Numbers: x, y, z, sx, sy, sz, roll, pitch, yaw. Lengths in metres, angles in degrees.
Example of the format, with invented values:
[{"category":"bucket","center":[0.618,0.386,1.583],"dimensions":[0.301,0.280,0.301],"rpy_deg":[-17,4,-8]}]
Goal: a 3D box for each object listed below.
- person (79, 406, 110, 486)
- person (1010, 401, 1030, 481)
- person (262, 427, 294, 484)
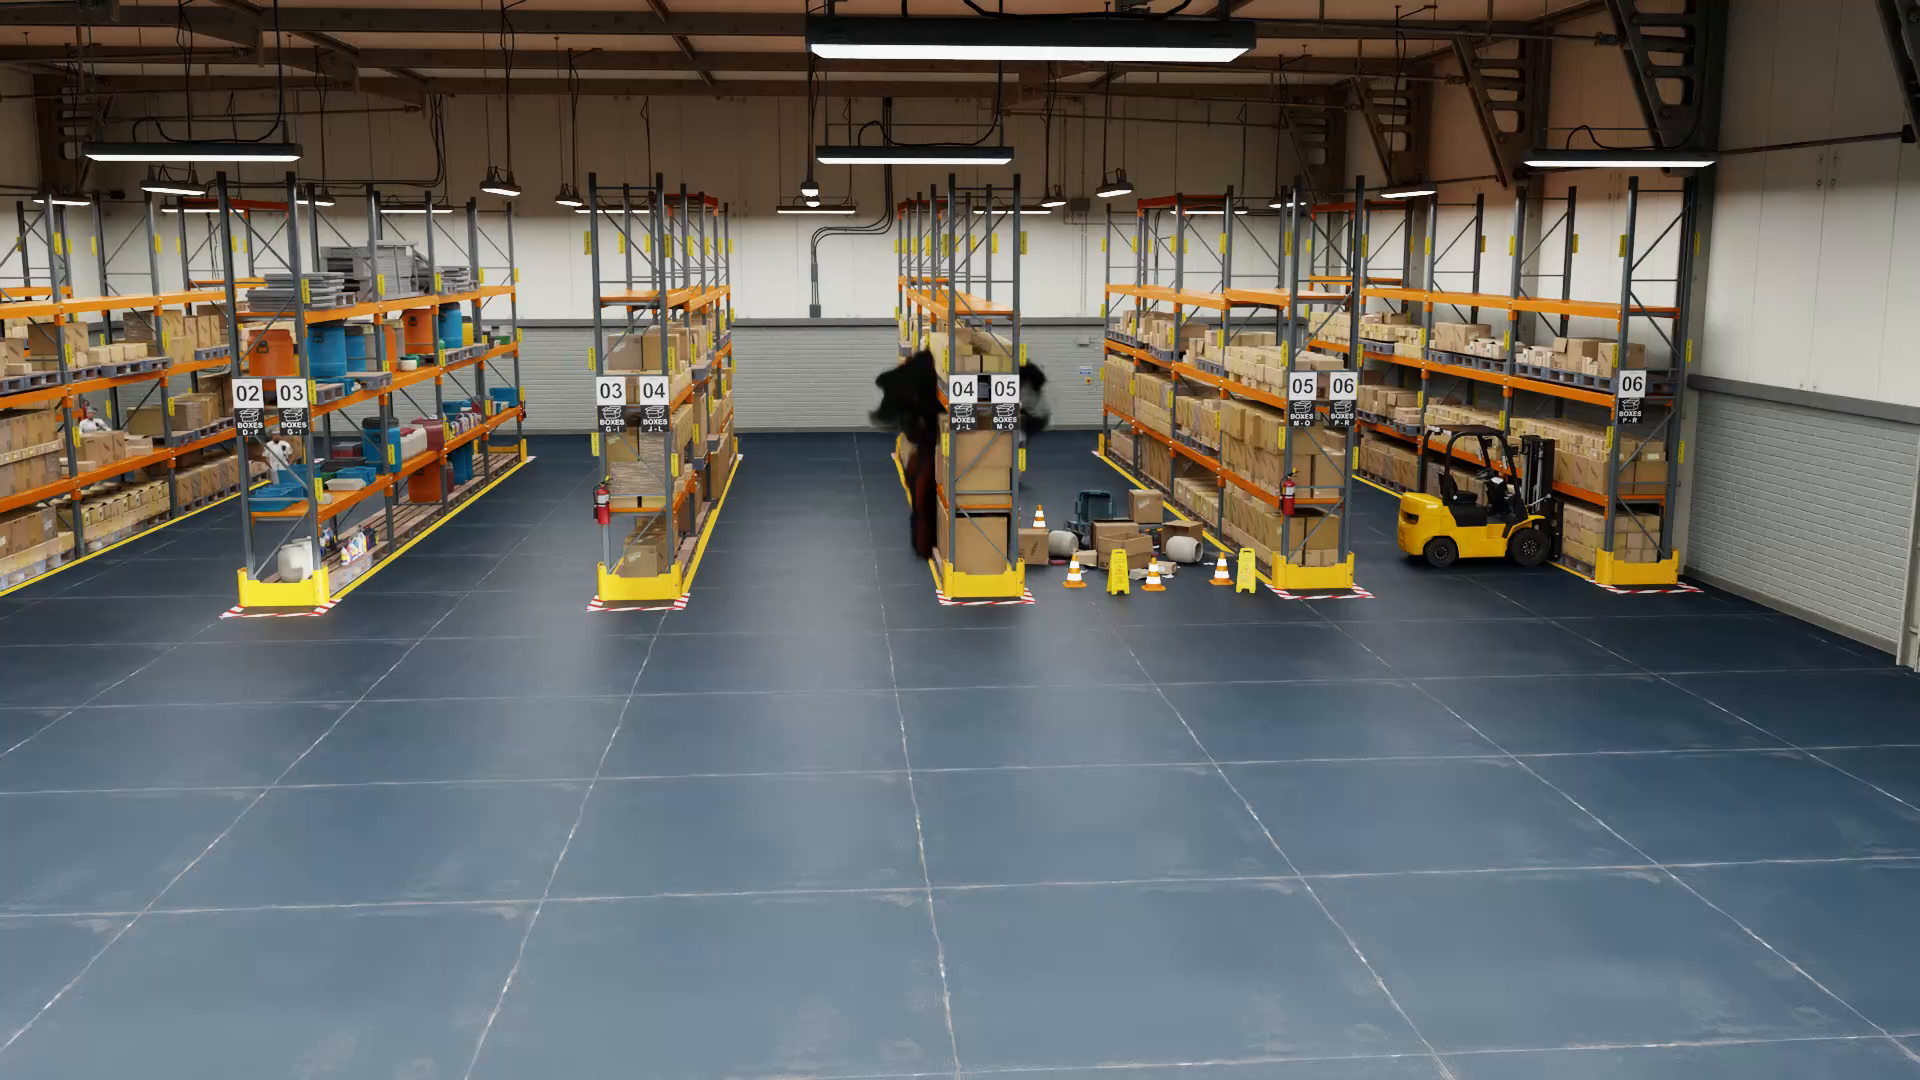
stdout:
[{"category":"person","center":[-18.328,-1.996,35.203],"dimensions":[0.641,1.697,0.761],"rpy_deg":[-3,11,-18]},{"category":"person","center":[1.200,-2.157,35.860],"dimensions":[0.633,1.730,0.719],"rpy_deg":[-1,10,-7]},{"category":"person","center":[-12.818,-1.291,31.270],"dimensions":[0.563,1.666,0.571],"rpy_deg":[-3,10,-17]}]
